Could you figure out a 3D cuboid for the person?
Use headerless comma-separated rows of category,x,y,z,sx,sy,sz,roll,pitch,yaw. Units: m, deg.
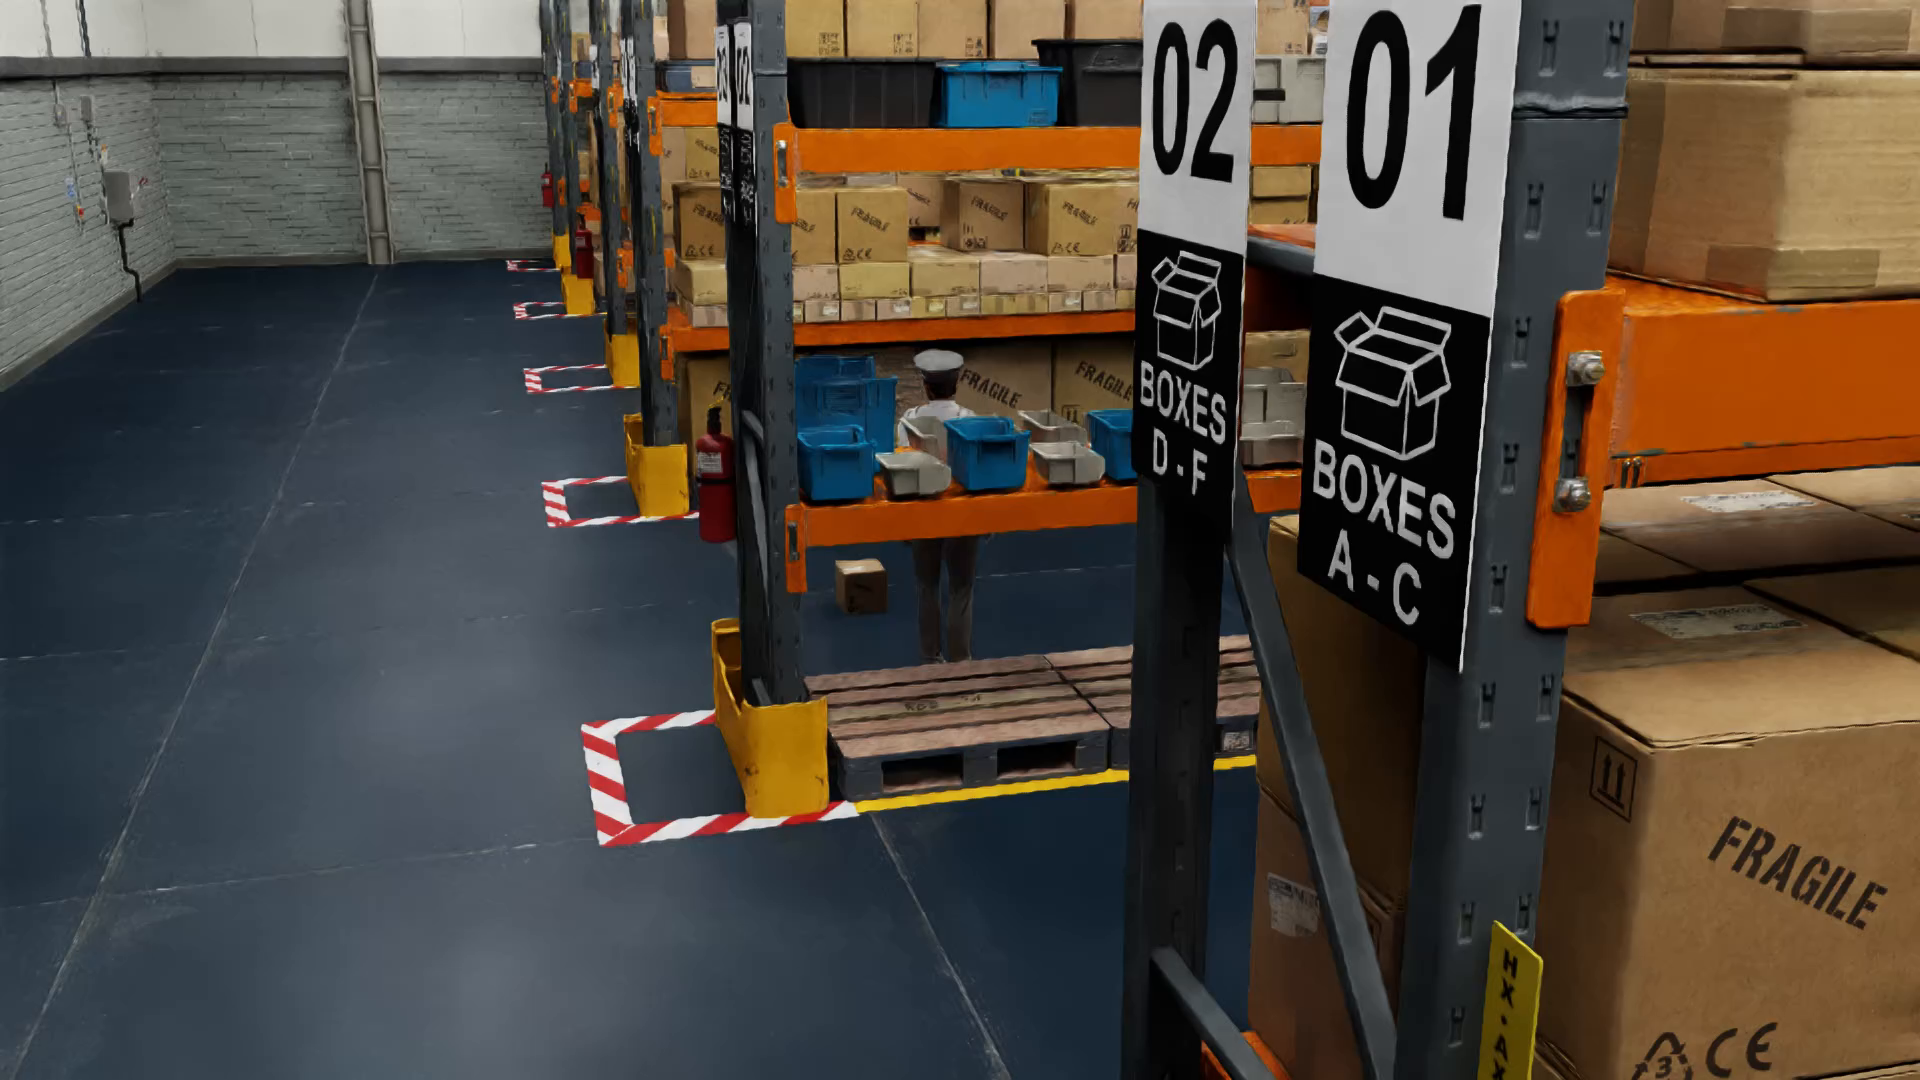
person,-0.048,-0.109,8.344,0.567,1.676,0.380,5,17,15
